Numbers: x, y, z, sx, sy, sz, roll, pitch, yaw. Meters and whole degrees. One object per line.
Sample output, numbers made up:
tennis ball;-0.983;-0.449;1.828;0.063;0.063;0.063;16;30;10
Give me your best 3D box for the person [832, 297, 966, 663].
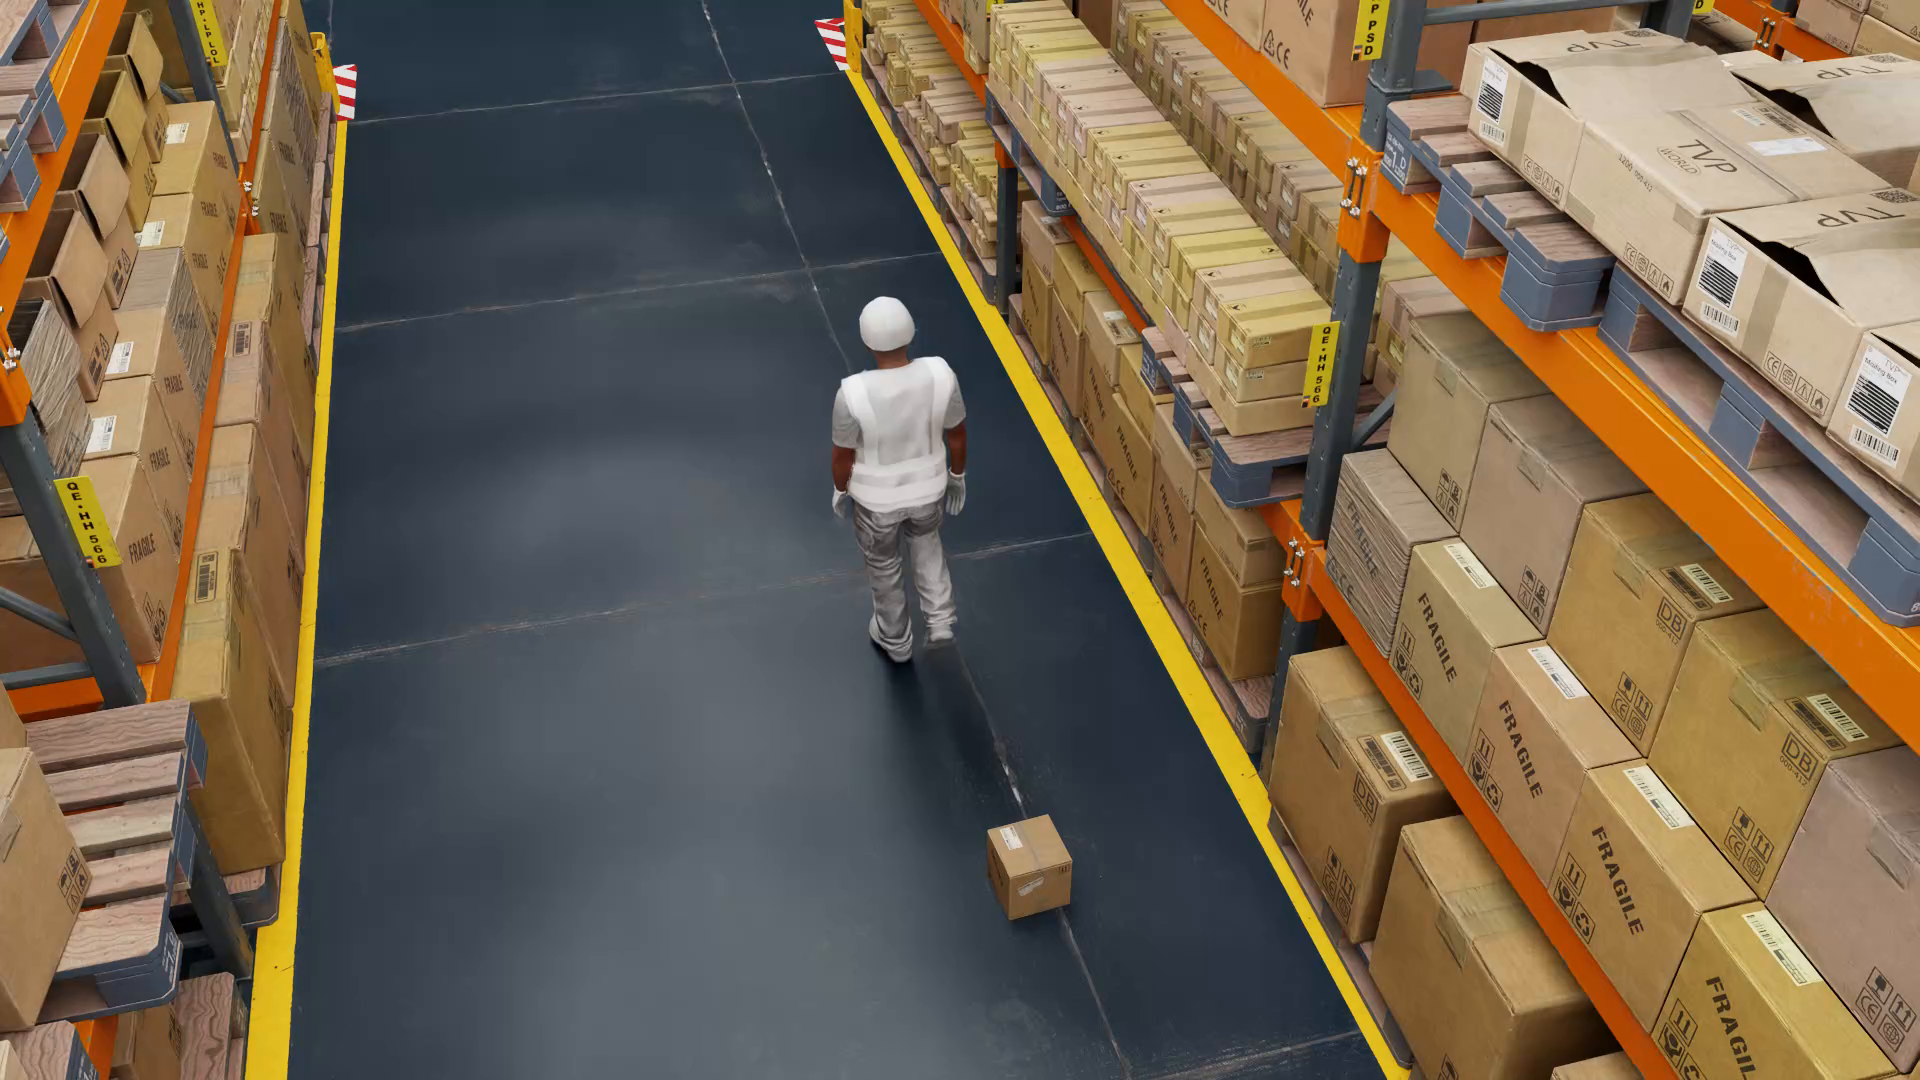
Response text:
person;-0.247;-0.207;6.919;0.556;1.778;0.491;-14;40;-18
